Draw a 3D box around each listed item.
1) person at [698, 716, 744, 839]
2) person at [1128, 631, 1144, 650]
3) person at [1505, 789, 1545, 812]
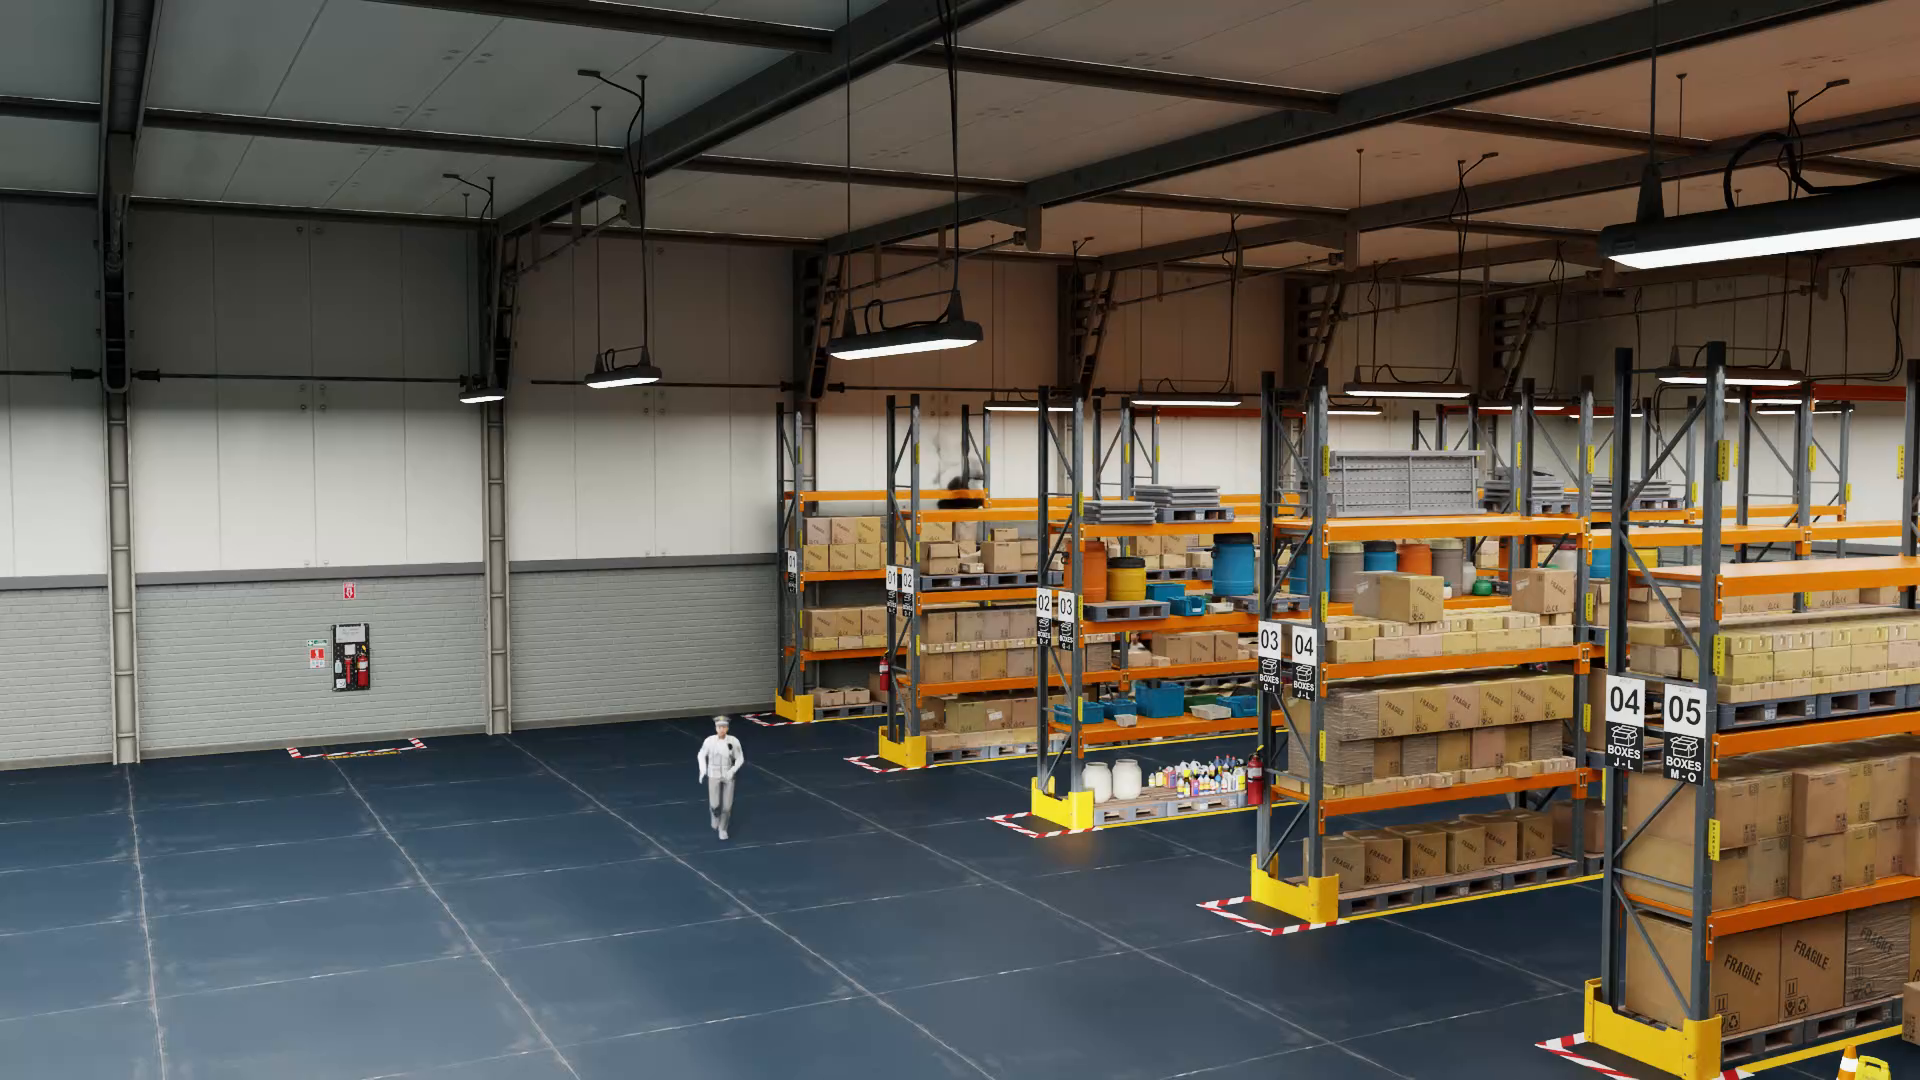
[{"bbox_3d":[-3.129,3.115,21.780,0.603,1.638,0.575,0,3,-7],"label":"person"},{"bbox_3d":[3.320,2.535,31.956,0.514,1.643,0.545,-2,4,-35],"label":"person"},{"bbox_3d":[7.712,3.002,22.834,0.606,1.731,0.661,-2,4,-34],"label":"person"}]
